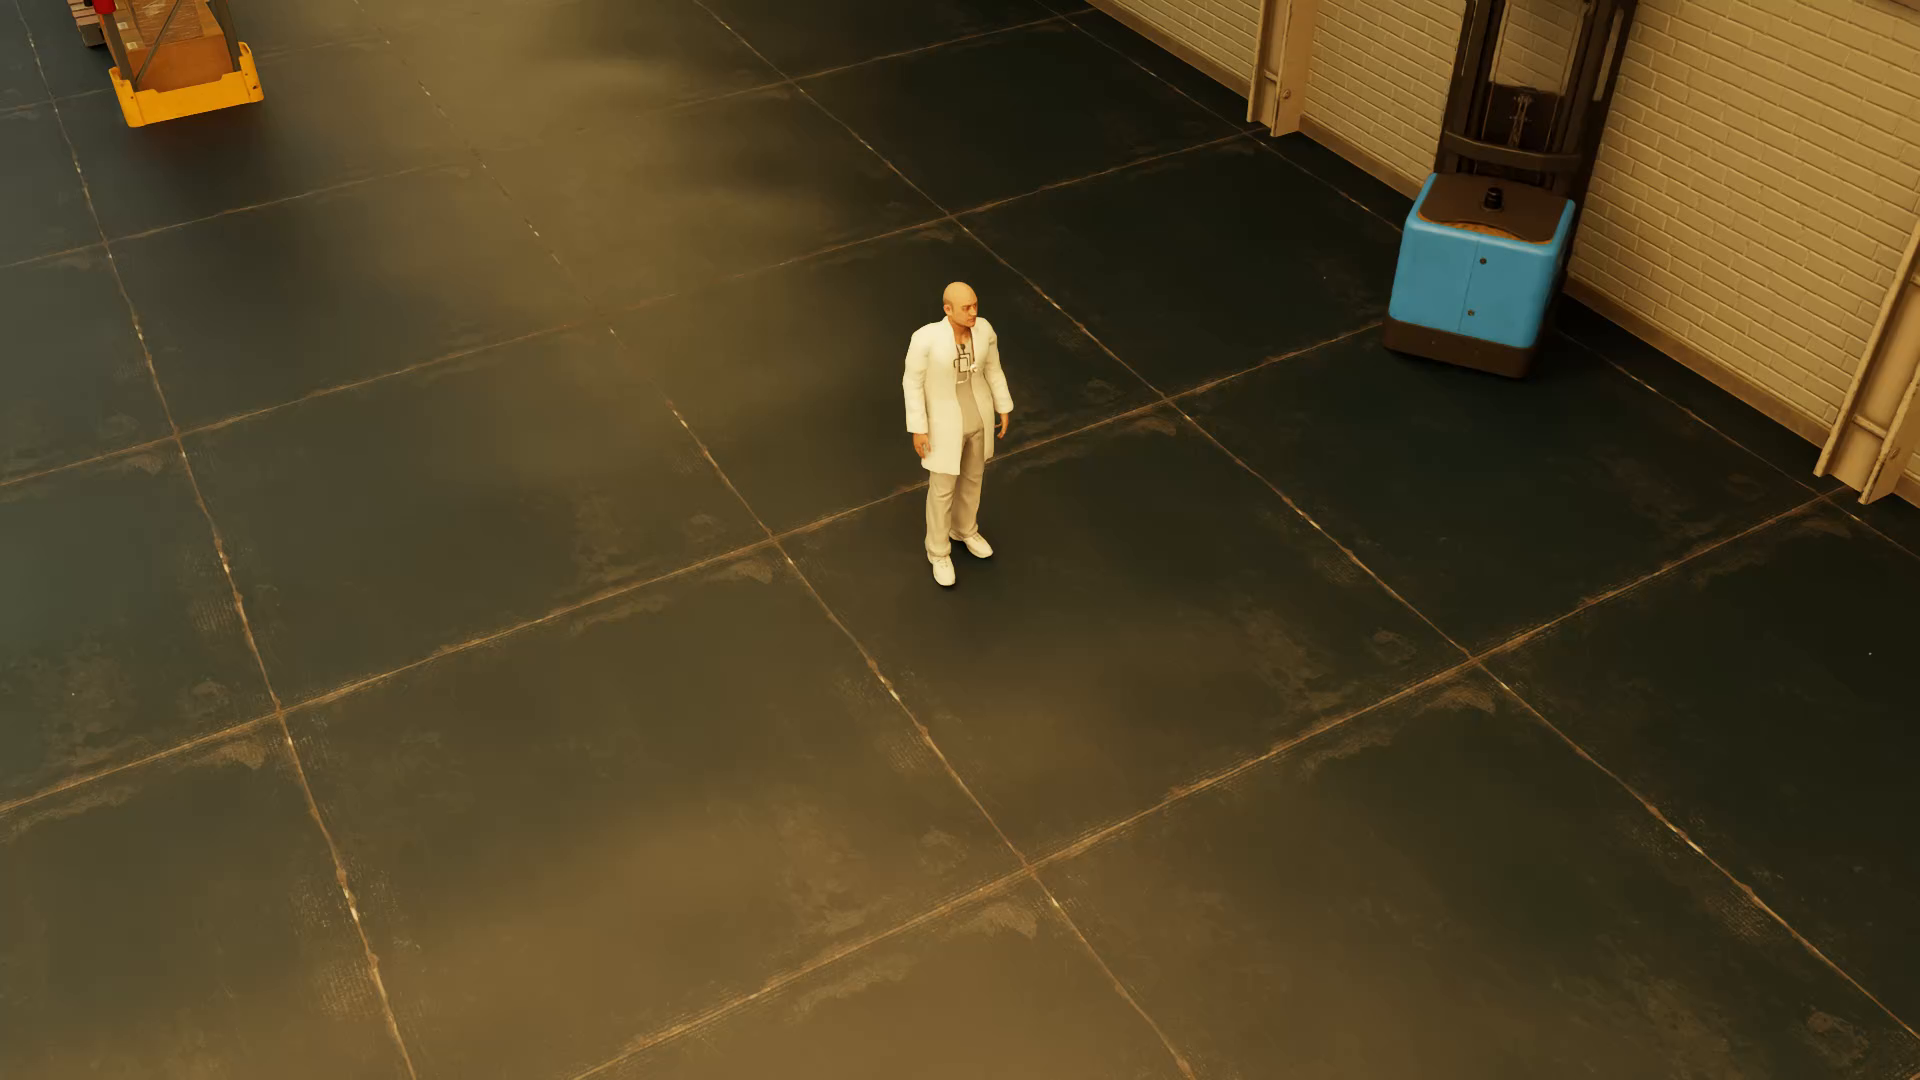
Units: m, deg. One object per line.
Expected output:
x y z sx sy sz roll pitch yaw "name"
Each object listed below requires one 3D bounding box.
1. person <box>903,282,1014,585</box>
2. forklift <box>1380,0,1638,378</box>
0.042 -0.637 9.696 0.696 1.776 0.576 -20 44 -23 "person"
4.096 -3.194 11.887 1.130 2.935 3.031 16 42 19 "forklift"
